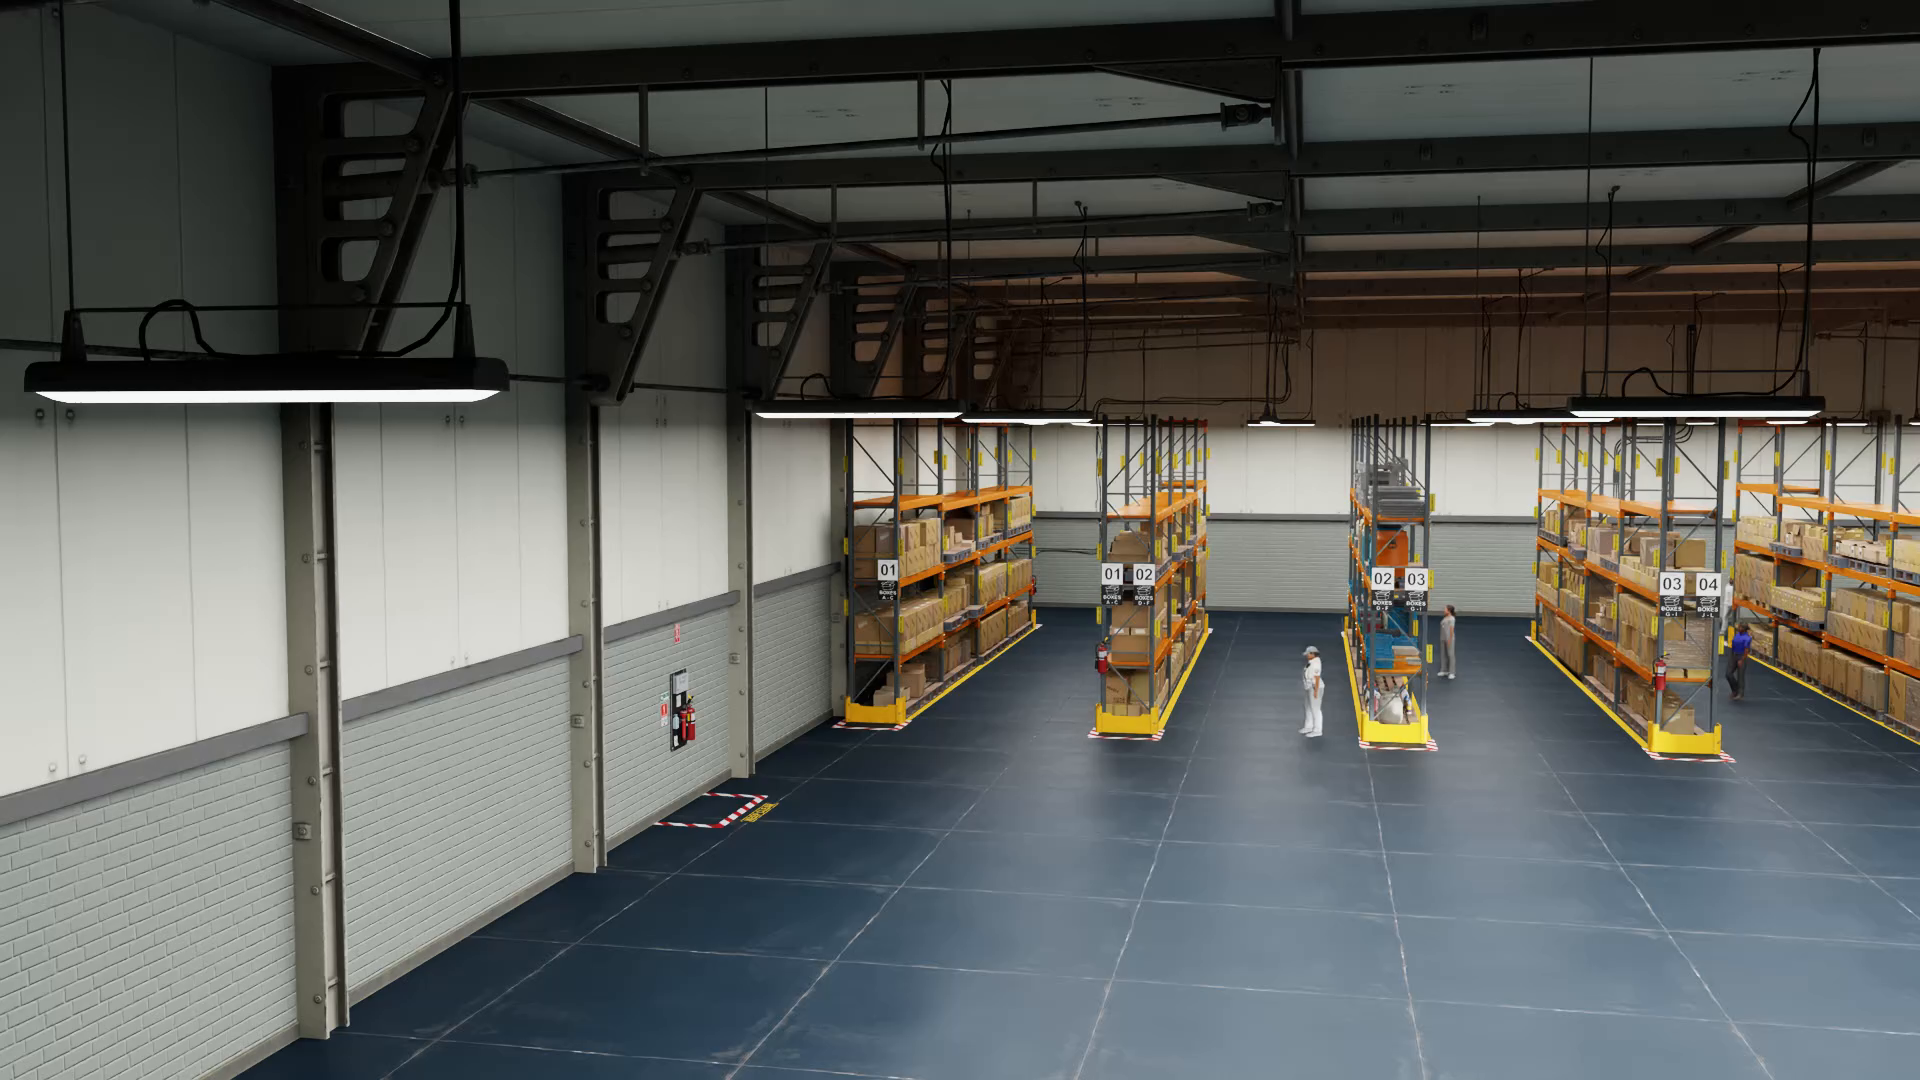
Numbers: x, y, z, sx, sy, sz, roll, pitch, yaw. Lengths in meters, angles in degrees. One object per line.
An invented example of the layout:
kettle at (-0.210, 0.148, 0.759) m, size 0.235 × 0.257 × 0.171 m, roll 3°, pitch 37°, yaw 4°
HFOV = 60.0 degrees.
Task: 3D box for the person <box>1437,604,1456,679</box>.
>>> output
person at (11.271, 2.338, 38.429) m, size 0.361 × 1.704 × 0.436 m, roll -2°, pitch 4°, yaw -28°

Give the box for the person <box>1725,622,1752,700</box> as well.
person at (16.488, 2.567, 35.263) m, size 0.432 × 1.694 × 0.538 m, roll -2°, pitch 4°, yaw -22°

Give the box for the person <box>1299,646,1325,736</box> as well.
person at (6.605, 2.816, 31.168) m, size 0.435 × 1.661 × 0.562 m, roll 0°, pitch 4°, yaw -2°

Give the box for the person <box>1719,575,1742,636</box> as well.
person at (21.381, 1.788, 46.040) m, size 1.055 × 1.718 × 0.571 m, roll -3°, pitch 5°, yaw -42°
